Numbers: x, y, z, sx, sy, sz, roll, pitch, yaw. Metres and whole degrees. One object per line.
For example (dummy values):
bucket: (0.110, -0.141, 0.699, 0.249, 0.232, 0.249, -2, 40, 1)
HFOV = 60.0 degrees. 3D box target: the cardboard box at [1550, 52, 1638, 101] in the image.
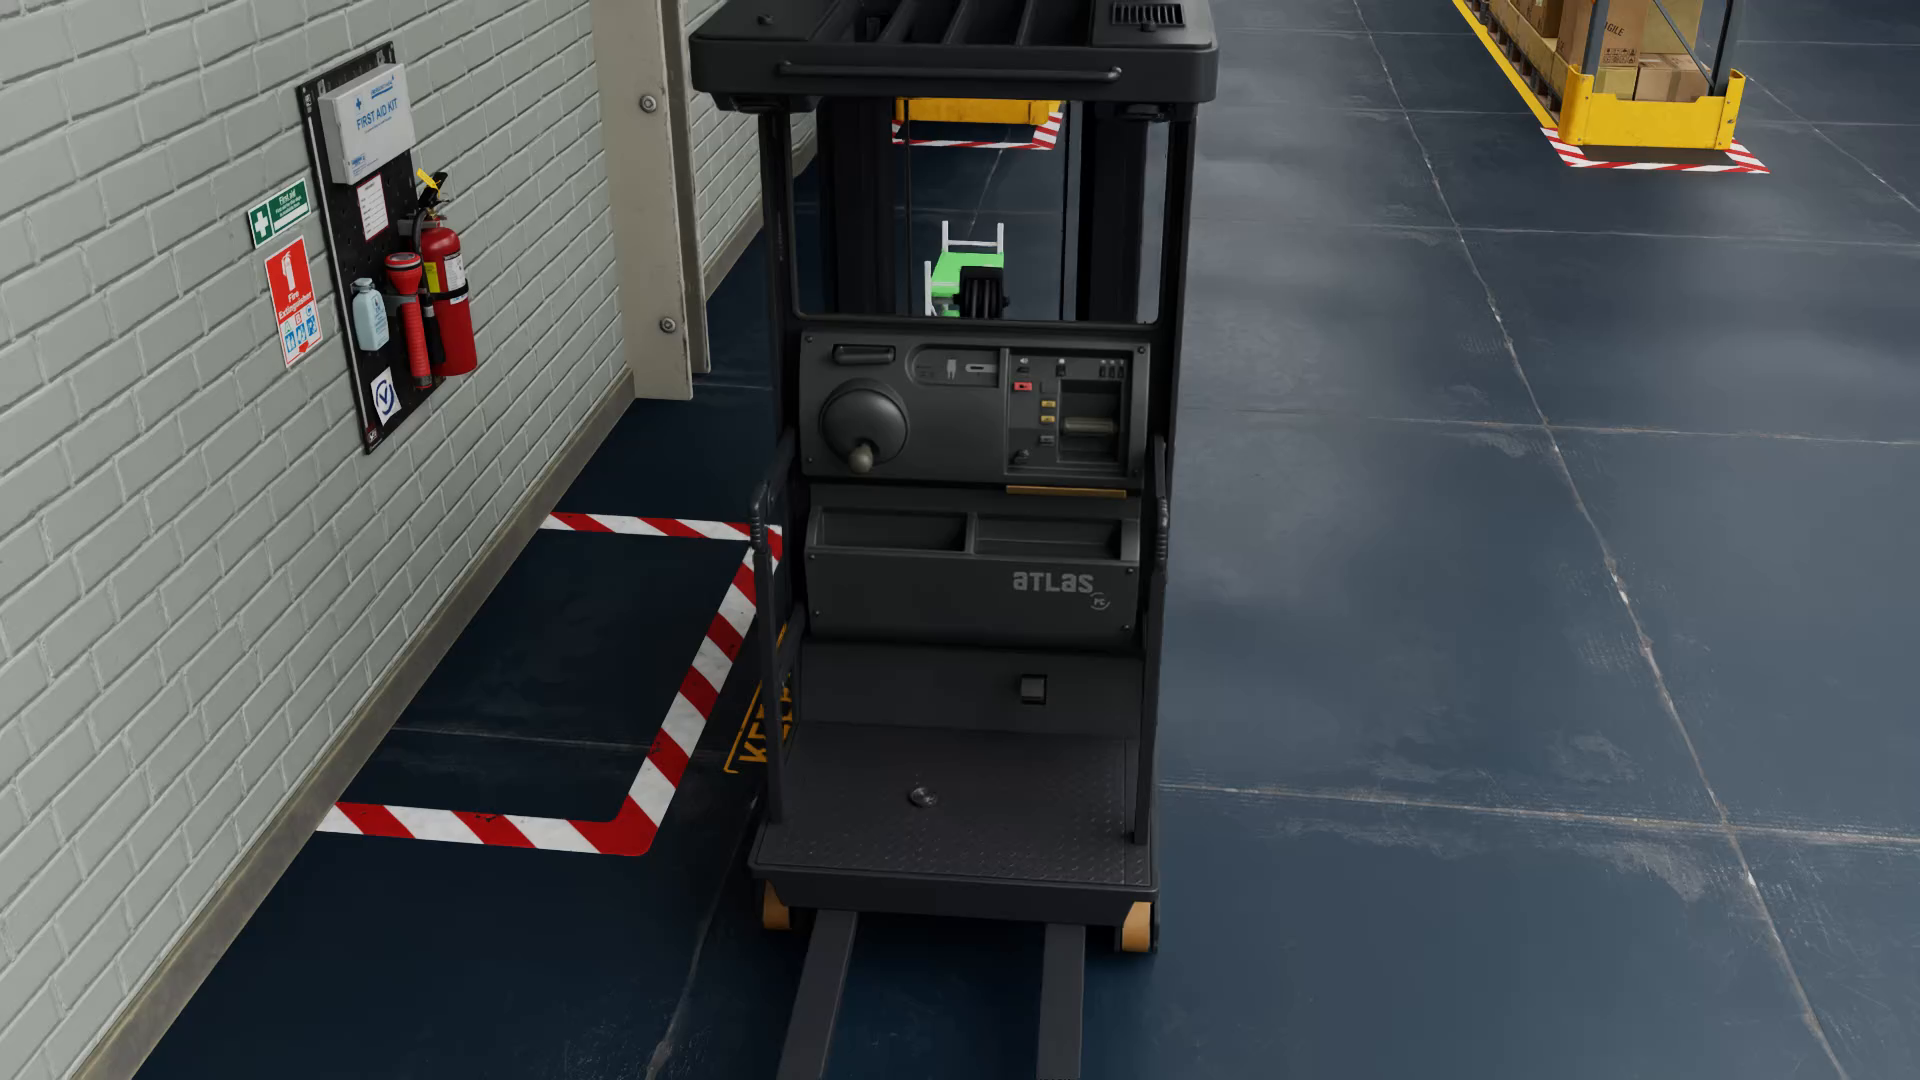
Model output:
cardboard box: (4.771, -3.497, 12.535, 0.500, 0.250, 0.500, 3, 28, 6)

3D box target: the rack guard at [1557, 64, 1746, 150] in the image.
rack guard: (4.996, -3.141, 12.054, 1.175, 0.500, 0.348, 3, 28, 6)

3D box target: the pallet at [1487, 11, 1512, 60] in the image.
pallet: (5.350, -4.536, 14.948, 1.003, 0.211, 1.213, 3, 28, 6)

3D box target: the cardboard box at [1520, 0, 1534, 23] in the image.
cardboard box: (4.940, -4.534, 13.669, 0.500, 0.500, 0.500, 3, 28, 6)

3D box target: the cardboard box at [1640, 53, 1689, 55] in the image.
cardboard box: (5.343, -3.702, 12.916, 0.500, 0.250, 0.500, 3, 28, 6)

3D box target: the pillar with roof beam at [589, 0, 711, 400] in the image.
pillar with roof beam: (2.847, -4.486, 5.588, 9.100, 9.000, 0.400, 3, 28, 6)

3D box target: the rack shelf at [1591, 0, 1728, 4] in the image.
rack shelf: (5.244, -4.878, 13.400, 1.077, 0.370, 4.000, 3, 28, 6)

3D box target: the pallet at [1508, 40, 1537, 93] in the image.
pallet: (5.203, -3.961, 13.879, 1.003, 0.211, 1.213, 3, 28, 6)

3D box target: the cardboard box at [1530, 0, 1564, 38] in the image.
cardboard box: (4.877, -4.299, 13.232, 0.500, 0.500, 0.500, 3, 28, 6)

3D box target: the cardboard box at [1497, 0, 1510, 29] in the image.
cardboard box: (5.065, -4.675, 14.720, 0.500, 0.250, 0.500, 3, 28, 6)

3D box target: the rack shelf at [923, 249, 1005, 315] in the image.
rack shelf: (0.020, -0.972, 6.413, 0.258, 0.148, 0.480, 3, 28, 6)

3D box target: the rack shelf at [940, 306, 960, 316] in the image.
rack shelf: (0.020, -0.761, 6.527, 0.258, 0.148, 0.480, 3, 28, 6)

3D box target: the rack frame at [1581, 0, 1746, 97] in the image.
rack frame: (4.999, -4.253, 11.482, 1.000, 3.000, 0.127, 3, 28, 6)

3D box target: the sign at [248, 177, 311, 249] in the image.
sign: (-1.927, -0.930, 4.717, 0.001, 0.109, 0.331, 3, 28, 6)

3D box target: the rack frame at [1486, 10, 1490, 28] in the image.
rack frame: (5.489, -6.136, 14.977, 1.000, 3.000, 0.127, 3, 28, 6)

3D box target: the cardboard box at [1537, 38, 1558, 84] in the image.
cardboard box: (4.821, -3.733, 12.973, 0.500, 0.250, 0.500, 3, 28, 6)

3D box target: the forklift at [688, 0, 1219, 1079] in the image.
forklift: (0.018, -0.312, 4.239, 1.130, 2.935, 3.031, 2, 28, 5)

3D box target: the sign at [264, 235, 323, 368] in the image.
sign: (-1.937, -0.695, 4.840, 0.001, 0.329, 0.234, 3, 28, 6)

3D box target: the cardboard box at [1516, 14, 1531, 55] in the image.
cardboard box: (4.943, -4.204, 13.847, 0.500, 0.250, 0.500, 3, 28, 6)

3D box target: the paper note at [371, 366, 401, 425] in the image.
paper note: (-1.857, -0.466, 5.382, 0.016, 0.148, 0.142, 3, 28, 6)

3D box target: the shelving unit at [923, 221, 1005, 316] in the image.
shelving unit: (0.020, -0.606, 6.610, 0.258, 1.200, 0.503, 3, 28, 6)

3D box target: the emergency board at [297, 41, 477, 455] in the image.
emergency board: (-1.766, -0.934, 5.320, 0.194, 1.169, 0.643, 3, 28, 6)

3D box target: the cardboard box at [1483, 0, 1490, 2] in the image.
cardboard box: (5.252, -5.322, 15.923, 0.500, 0.250, 0.500, 3, 28, 6)

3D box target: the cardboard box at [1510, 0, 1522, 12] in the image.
cardboard box: (4.999, -4.770, 14.106, 0.500, 0.500, 0.500, 3, 28, 6)

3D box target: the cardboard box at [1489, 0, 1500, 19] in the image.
cardboard box: (5.131, -4.910, 15.157, 0.500, 0.250, 0.500, 3, 28, 6)

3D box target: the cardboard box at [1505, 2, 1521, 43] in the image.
cardboard box: (4.999, -4.439, 14.284, 0.500, 0.250, 0.500, 3, 28, 6)

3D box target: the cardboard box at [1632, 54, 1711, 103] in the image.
cardboard box: (5.285, -3.467, 12.479, 0.500, 0.250, 0.500, 3, 28, 6)

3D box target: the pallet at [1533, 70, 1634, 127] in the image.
pallet: (5.051, -3.388, 12.816, 1.003, 0.211, 1.213, 3, 28, 6)

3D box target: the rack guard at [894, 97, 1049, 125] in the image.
rack guard: (0.091, -3.474, 12.672, 1.175, 0.500, 0.348, 3, 28, 6)

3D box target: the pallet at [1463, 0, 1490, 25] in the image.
pallet: (5.541, -5.257, 16.286, 1.003, 0.211, 1.213, 3, 28, 6)

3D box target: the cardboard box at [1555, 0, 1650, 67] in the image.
cardboard box: (4.769, -3.827, 12.357, 0.500, 0.500, 0.500, 3, 28, 6)

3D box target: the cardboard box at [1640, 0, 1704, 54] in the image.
cardboard box: (5.345, -4.033, 12.738, 0.500, 0.500, 0.500, 3, 28, 6)

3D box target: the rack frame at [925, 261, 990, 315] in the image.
rack frame: (-0.010, -0.491, 6.397, 0.240, 1.200, 0.015, 3, 28, 6)

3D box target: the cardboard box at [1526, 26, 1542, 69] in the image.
cardboard box: (4.880, -3.969, 13.410, 0.500, 0.250, 0.500, 3, 28, 6)

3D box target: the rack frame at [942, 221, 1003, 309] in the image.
rack frame: (0.050, -0.721, 6.823, 0.240, 1.200, 0.015, 3, 28, 6)
